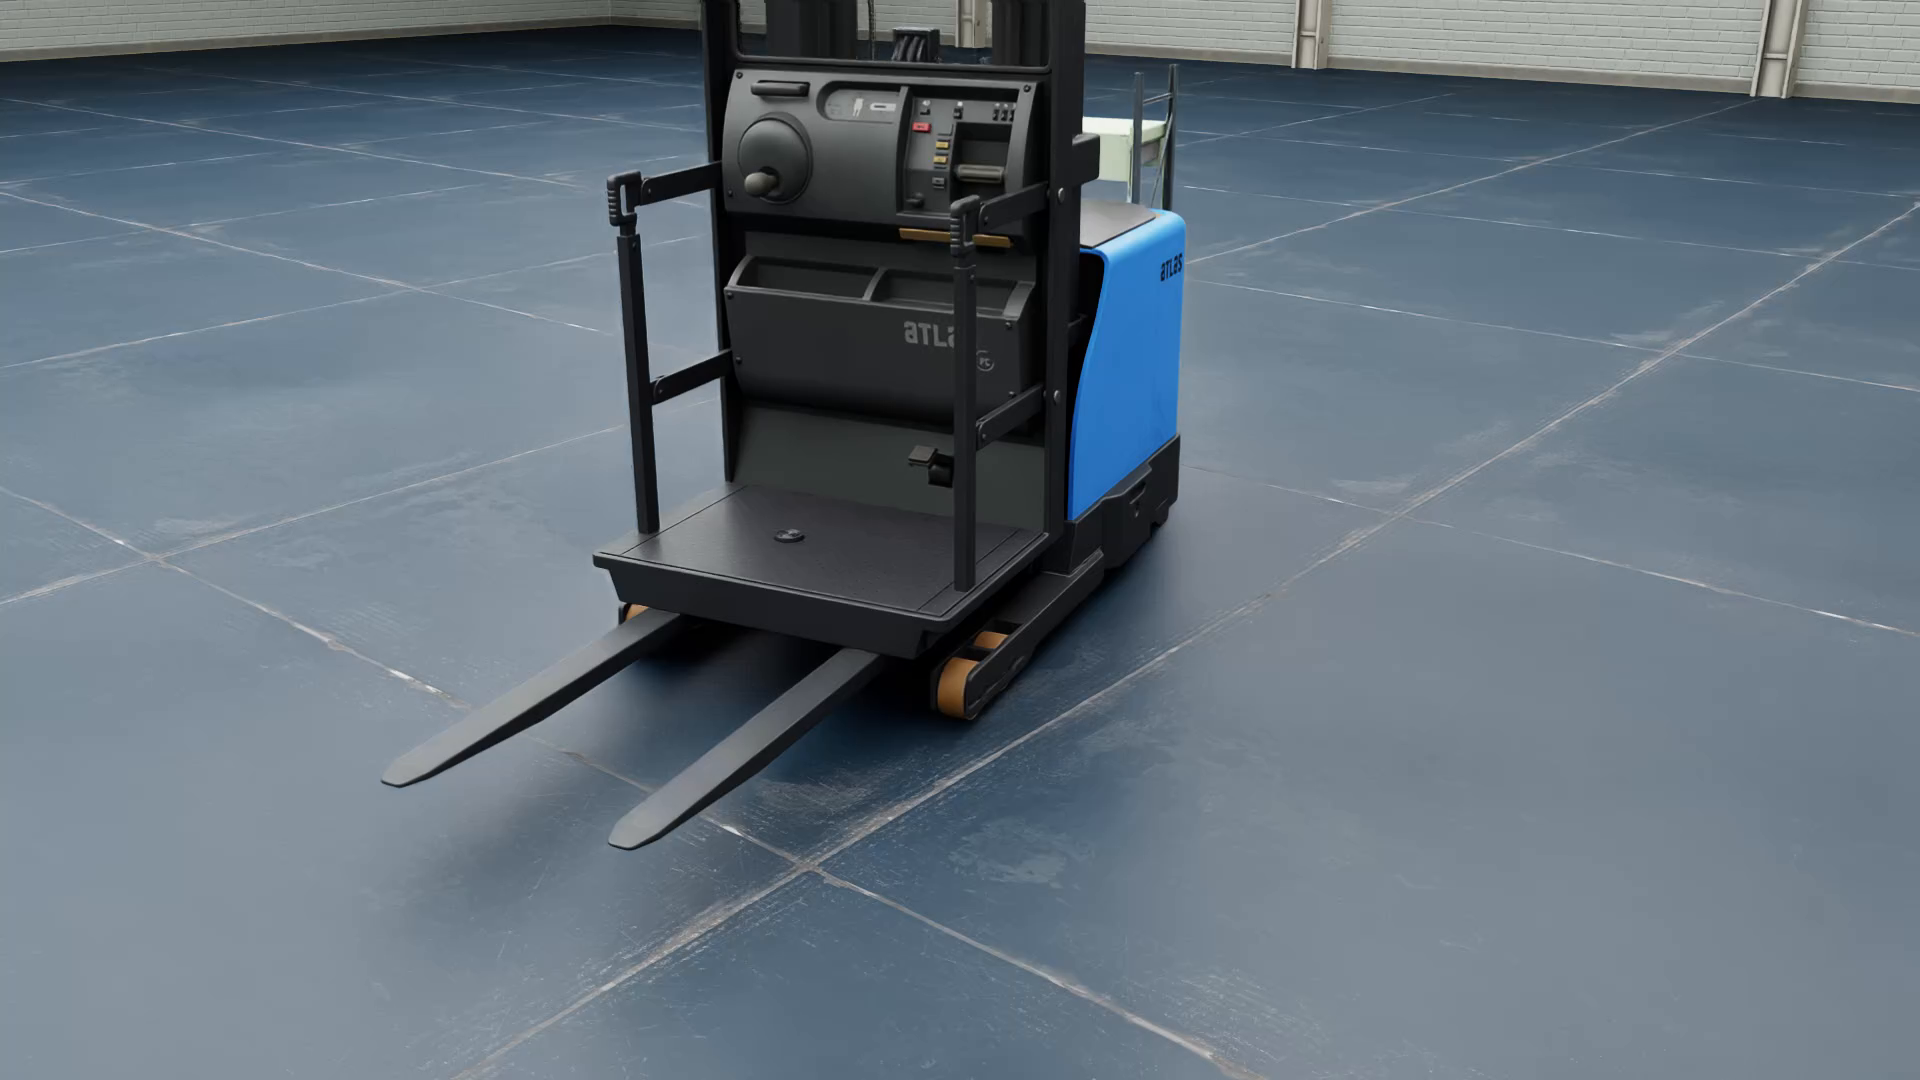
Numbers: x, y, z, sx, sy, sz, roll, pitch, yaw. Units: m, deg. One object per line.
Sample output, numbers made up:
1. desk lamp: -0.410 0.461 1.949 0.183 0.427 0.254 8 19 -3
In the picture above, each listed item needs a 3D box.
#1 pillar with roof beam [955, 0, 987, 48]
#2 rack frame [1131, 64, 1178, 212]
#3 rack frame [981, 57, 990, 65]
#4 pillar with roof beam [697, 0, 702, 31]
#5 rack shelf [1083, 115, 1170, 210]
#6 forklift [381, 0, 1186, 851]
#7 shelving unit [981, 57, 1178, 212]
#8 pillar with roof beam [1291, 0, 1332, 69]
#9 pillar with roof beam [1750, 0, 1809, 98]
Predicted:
1. pillar with roof beam: -2.549 -10.893 21.800 0.400 9.000 9.100 16 26 36
2. rack frame: 0.678 -0.920 5.981 0.023 1.500 0.400 9 23 24
3. rack frame: 0.016 -1.030 6.274 0.023 1.500 0.400 9 23 24
4. pillar with roof beam: -7.197 -12.231 25.350 0.400 9.000 9.100 16 26 36
5. rack shelf: 0.347 -1.340 5.990 0.720 0.370 0.431 9 23 24
6. forklift: -0.322 -1.069 4.349 1.130 2.935 3.031 9 23 24
7. shelving unit: 0.347 -0.975 6.128 0.755 1.500 0.431 9 23 24
8. pillar with roof beam: 2.100 -9.554 18.250 0.400 9.000 9.100 16 26 36
9. pillar with roof beam: 6.748 -8.215 14.700 0.400 9.000 9.100 16 26 36
